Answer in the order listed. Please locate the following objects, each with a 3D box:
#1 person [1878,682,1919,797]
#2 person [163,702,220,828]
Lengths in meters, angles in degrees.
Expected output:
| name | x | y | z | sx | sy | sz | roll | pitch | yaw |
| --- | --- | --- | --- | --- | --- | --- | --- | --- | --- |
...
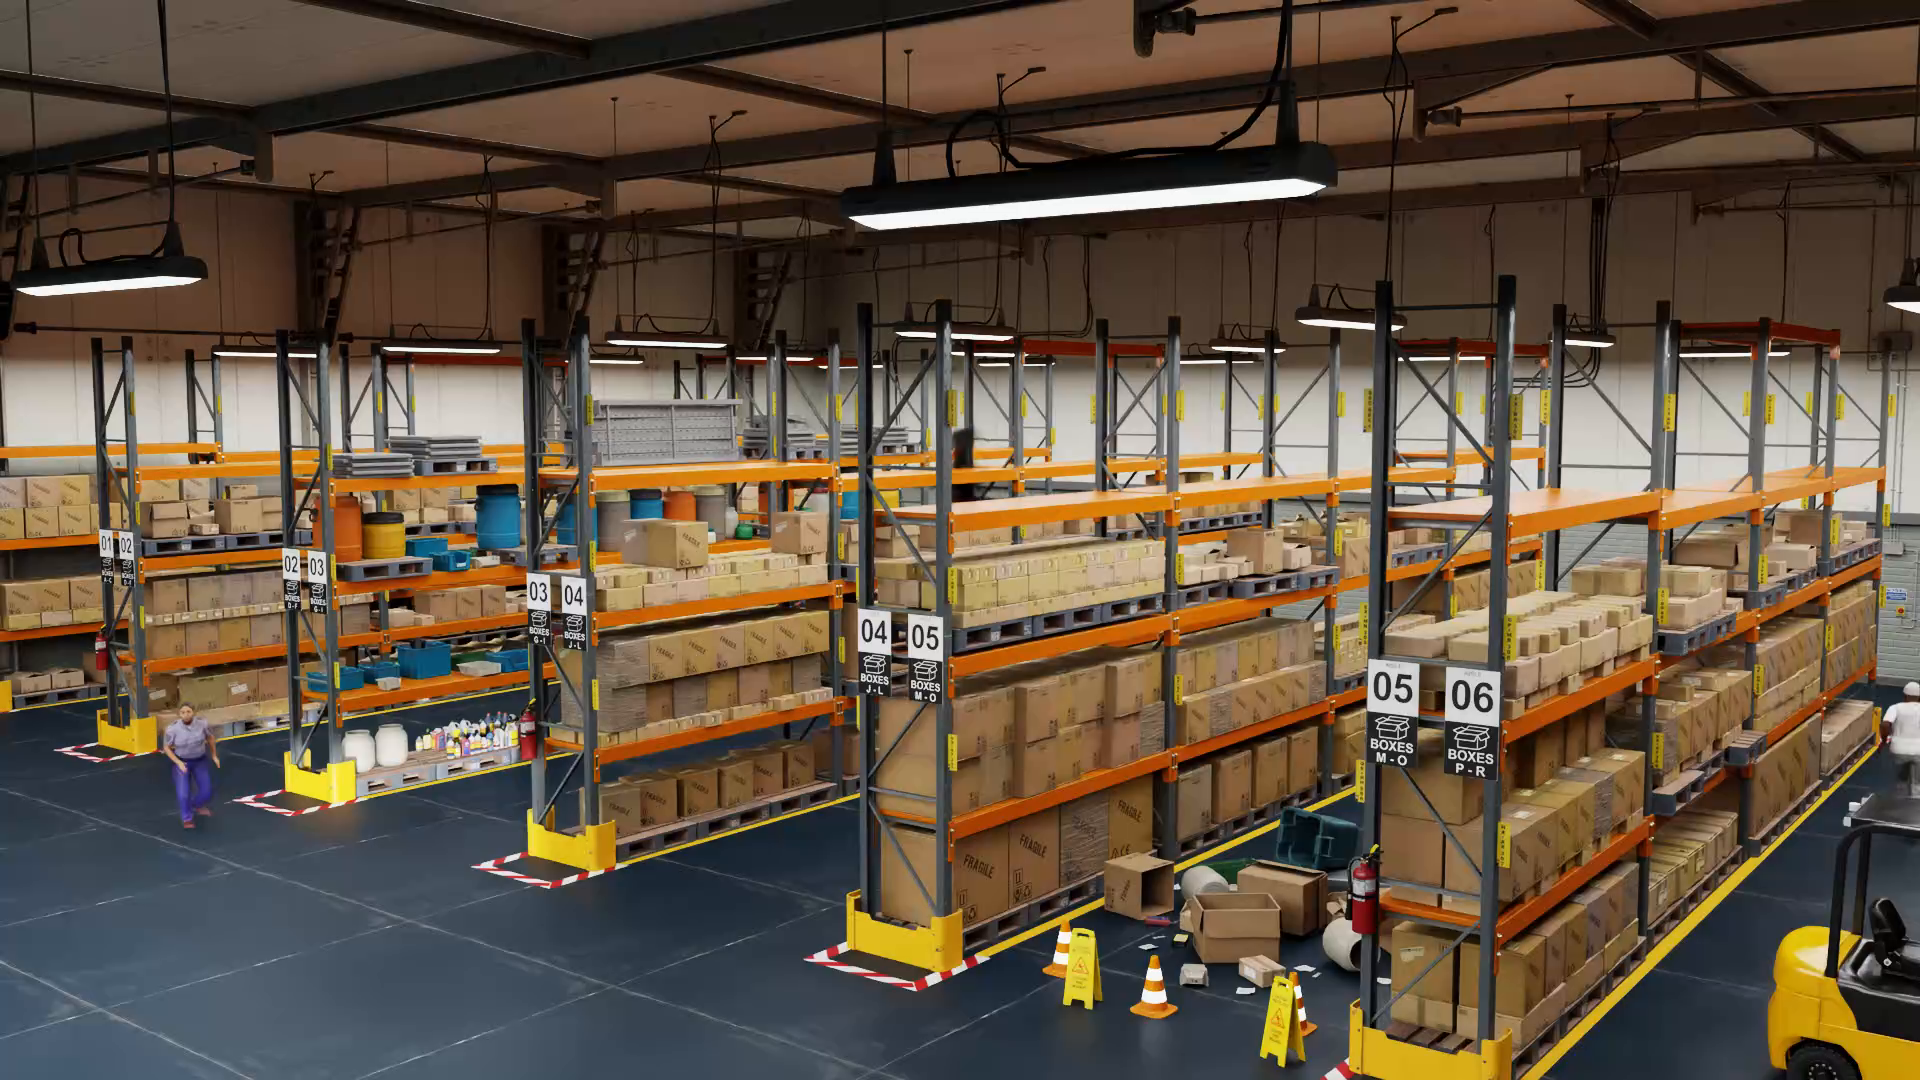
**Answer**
| name | x | y | z | sx | sy | sz | roll | pitch | yaw |
| --- | --- | --- | --- | --- | --- | --- | --- | --- | --- |
| person | 11.369 | 2.581 | 19.857 | 0.699 | 1.727 | 0.893 | 2 | 6 | 26 |
| person | -9.186 | 2.676 | 19.865 | 0.626 | 1.531 | 0.756 | -3 | 6 | -34 |
